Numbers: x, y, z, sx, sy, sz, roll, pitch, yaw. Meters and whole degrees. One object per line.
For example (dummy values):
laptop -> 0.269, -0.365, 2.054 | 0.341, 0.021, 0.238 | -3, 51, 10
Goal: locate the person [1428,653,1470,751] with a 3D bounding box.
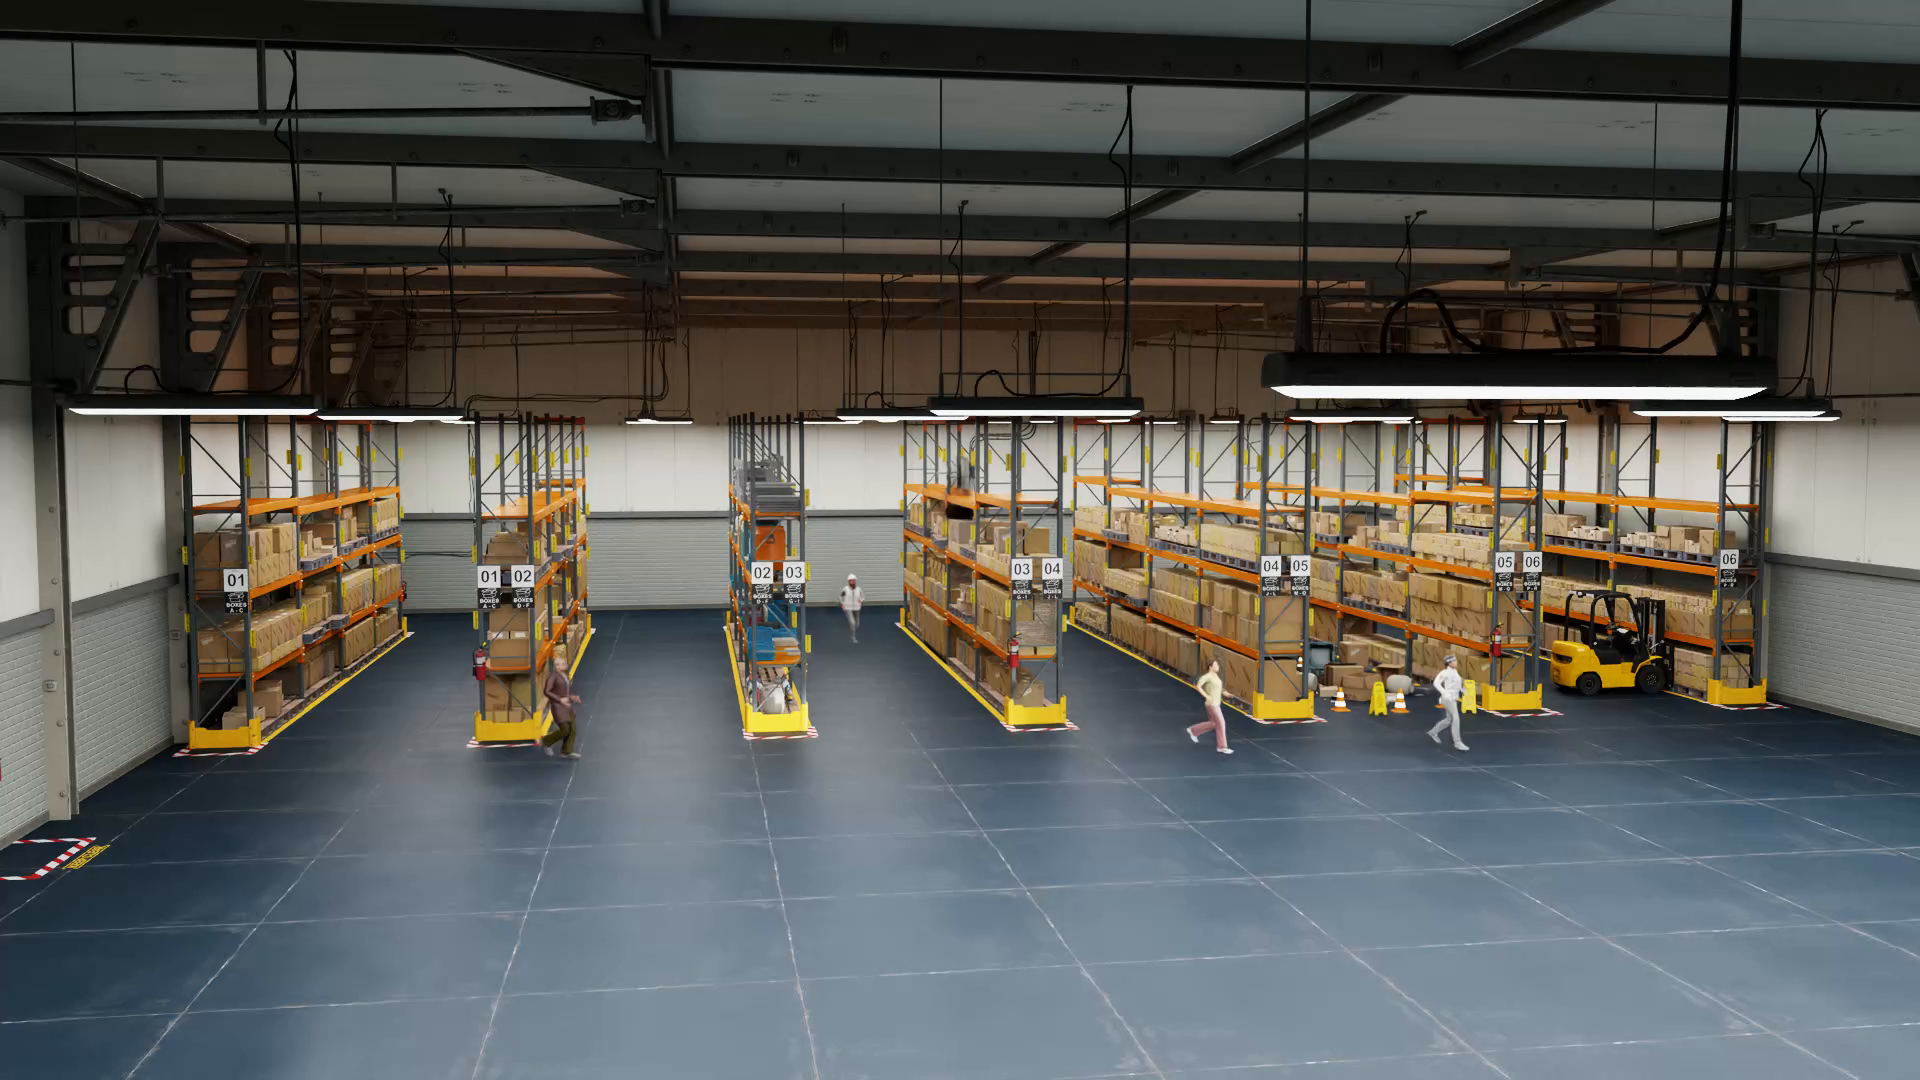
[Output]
person -> 8.726, 2.862, 29.640 | 0.782, 1.701, 0.625 | 3, 5, 37

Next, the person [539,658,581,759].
person -> -6.899, 2.900, 28.677 | 0.736, 1.745, 0.740 | 1, 4, 15

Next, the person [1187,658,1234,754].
person -> 4.406, 2.911, 29.304 | 0.879, 1.669, 0.579 | 2, 4, 25

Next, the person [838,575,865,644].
person -> -2.718, 1.751, 41.860 | 0.660, 1.764, 0.728 | -1, 4, -18
